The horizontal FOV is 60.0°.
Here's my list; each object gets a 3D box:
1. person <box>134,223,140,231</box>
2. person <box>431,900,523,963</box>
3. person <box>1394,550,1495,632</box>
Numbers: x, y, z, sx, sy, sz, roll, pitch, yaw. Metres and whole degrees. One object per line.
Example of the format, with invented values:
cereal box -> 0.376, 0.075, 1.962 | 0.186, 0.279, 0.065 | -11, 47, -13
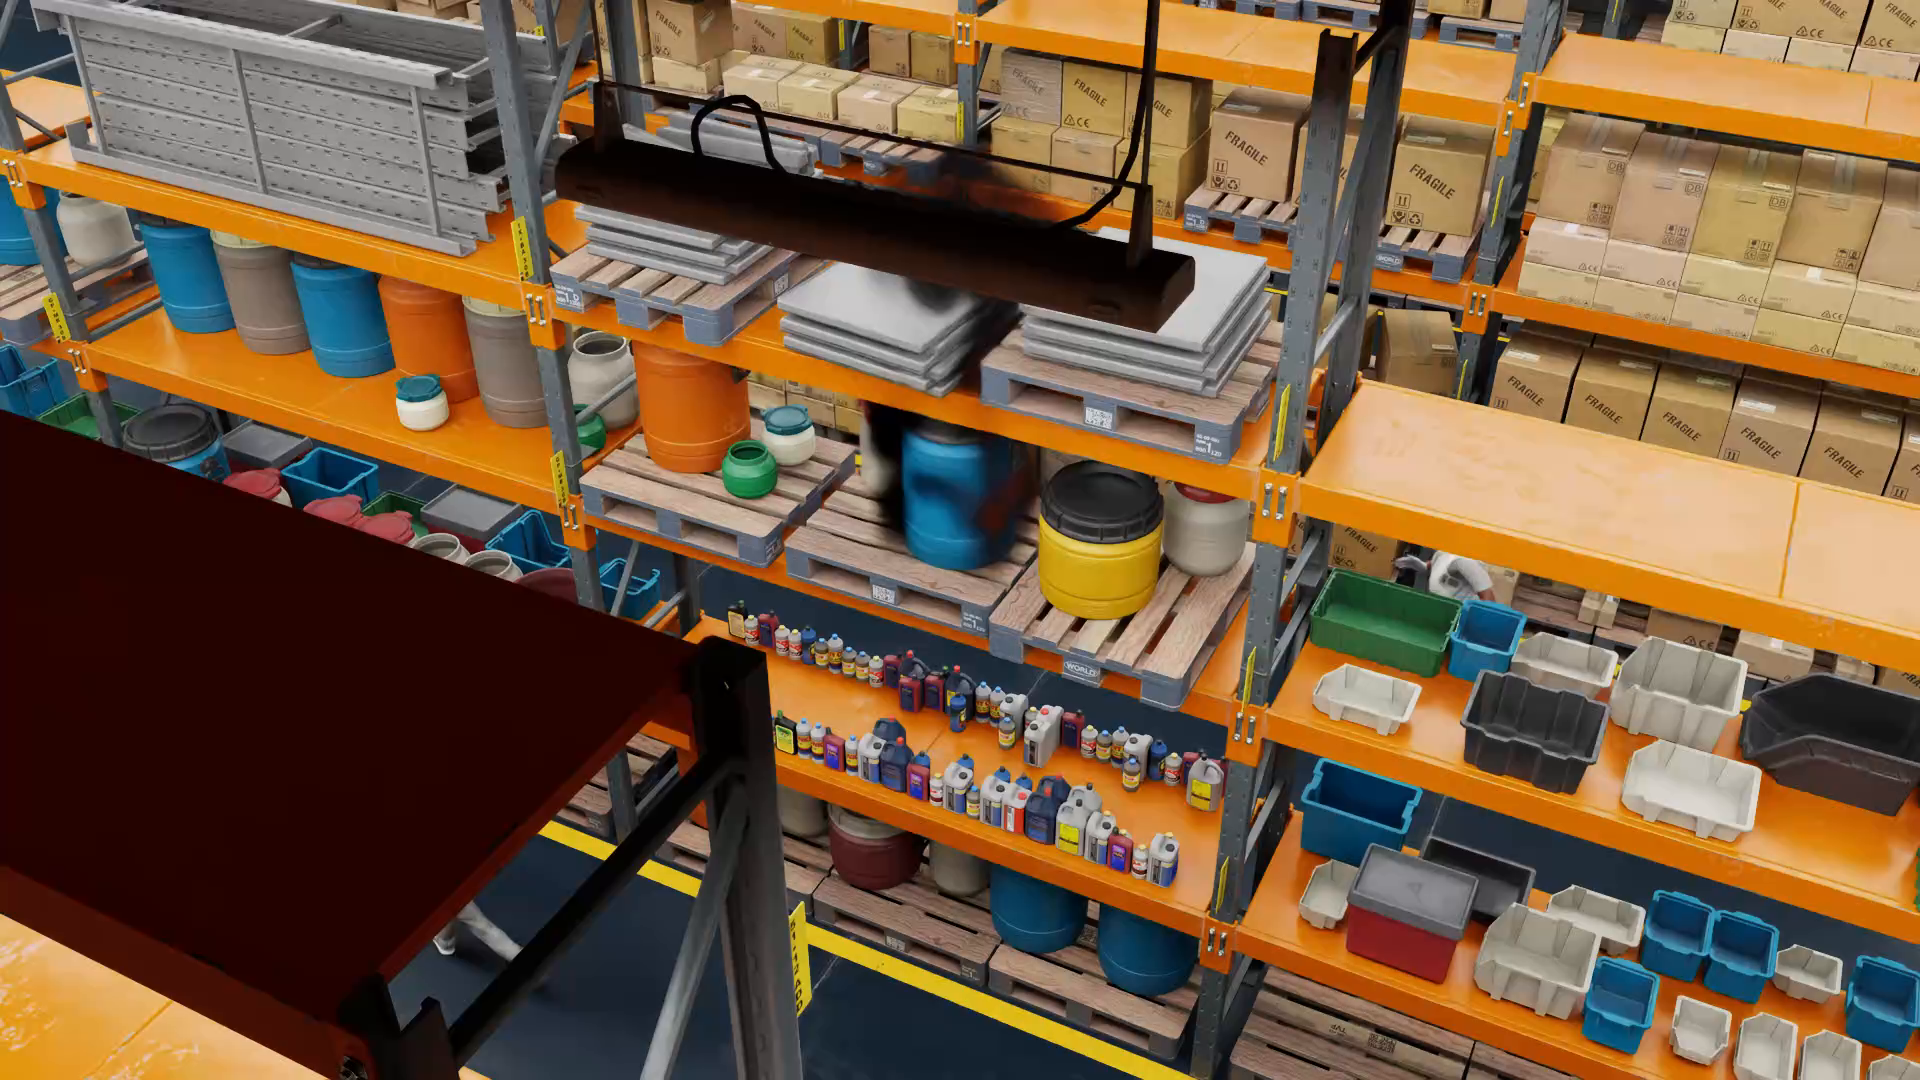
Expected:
person -> -9.197, -4.323, 18.605 | 0.662, 1.673, 0.698 | 30, 45, 35
person -> -2.918, 2.009, 9.737 | 0.992, 1.444, 0.536 | 23, 41, 29
person -> 3.382, 0.517, 11.592 | 0.828, 1.813, 0.650 | 16, 38, 21
